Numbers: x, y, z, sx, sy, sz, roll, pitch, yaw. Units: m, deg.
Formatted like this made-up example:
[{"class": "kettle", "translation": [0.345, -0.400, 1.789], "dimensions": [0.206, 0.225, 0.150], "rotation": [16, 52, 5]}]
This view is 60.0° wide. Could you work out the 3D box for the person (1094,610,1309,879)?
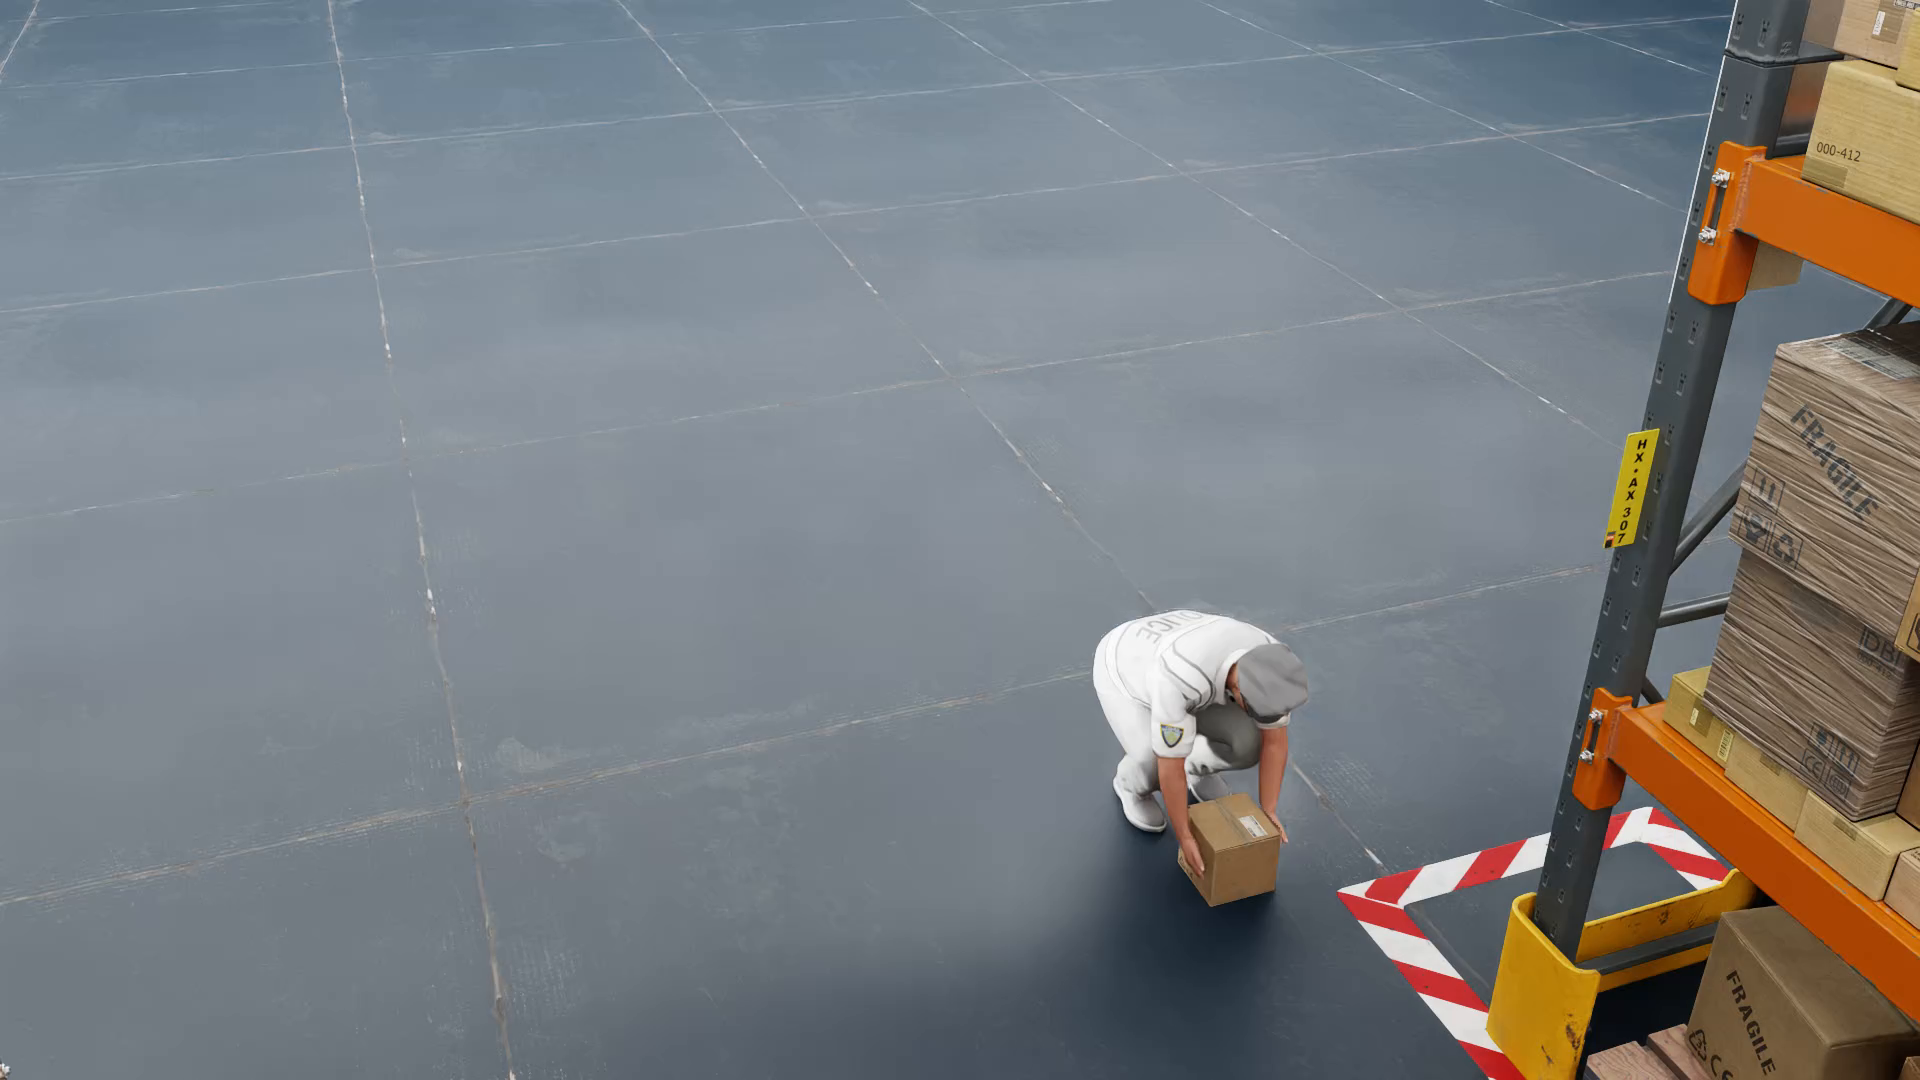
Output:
[{"class": "person", "translation": [0.841, 0.617, 5.876], "dimensions": [0.552, 0.931, 0.954], "rotation": [-10, 31, -18]}]
